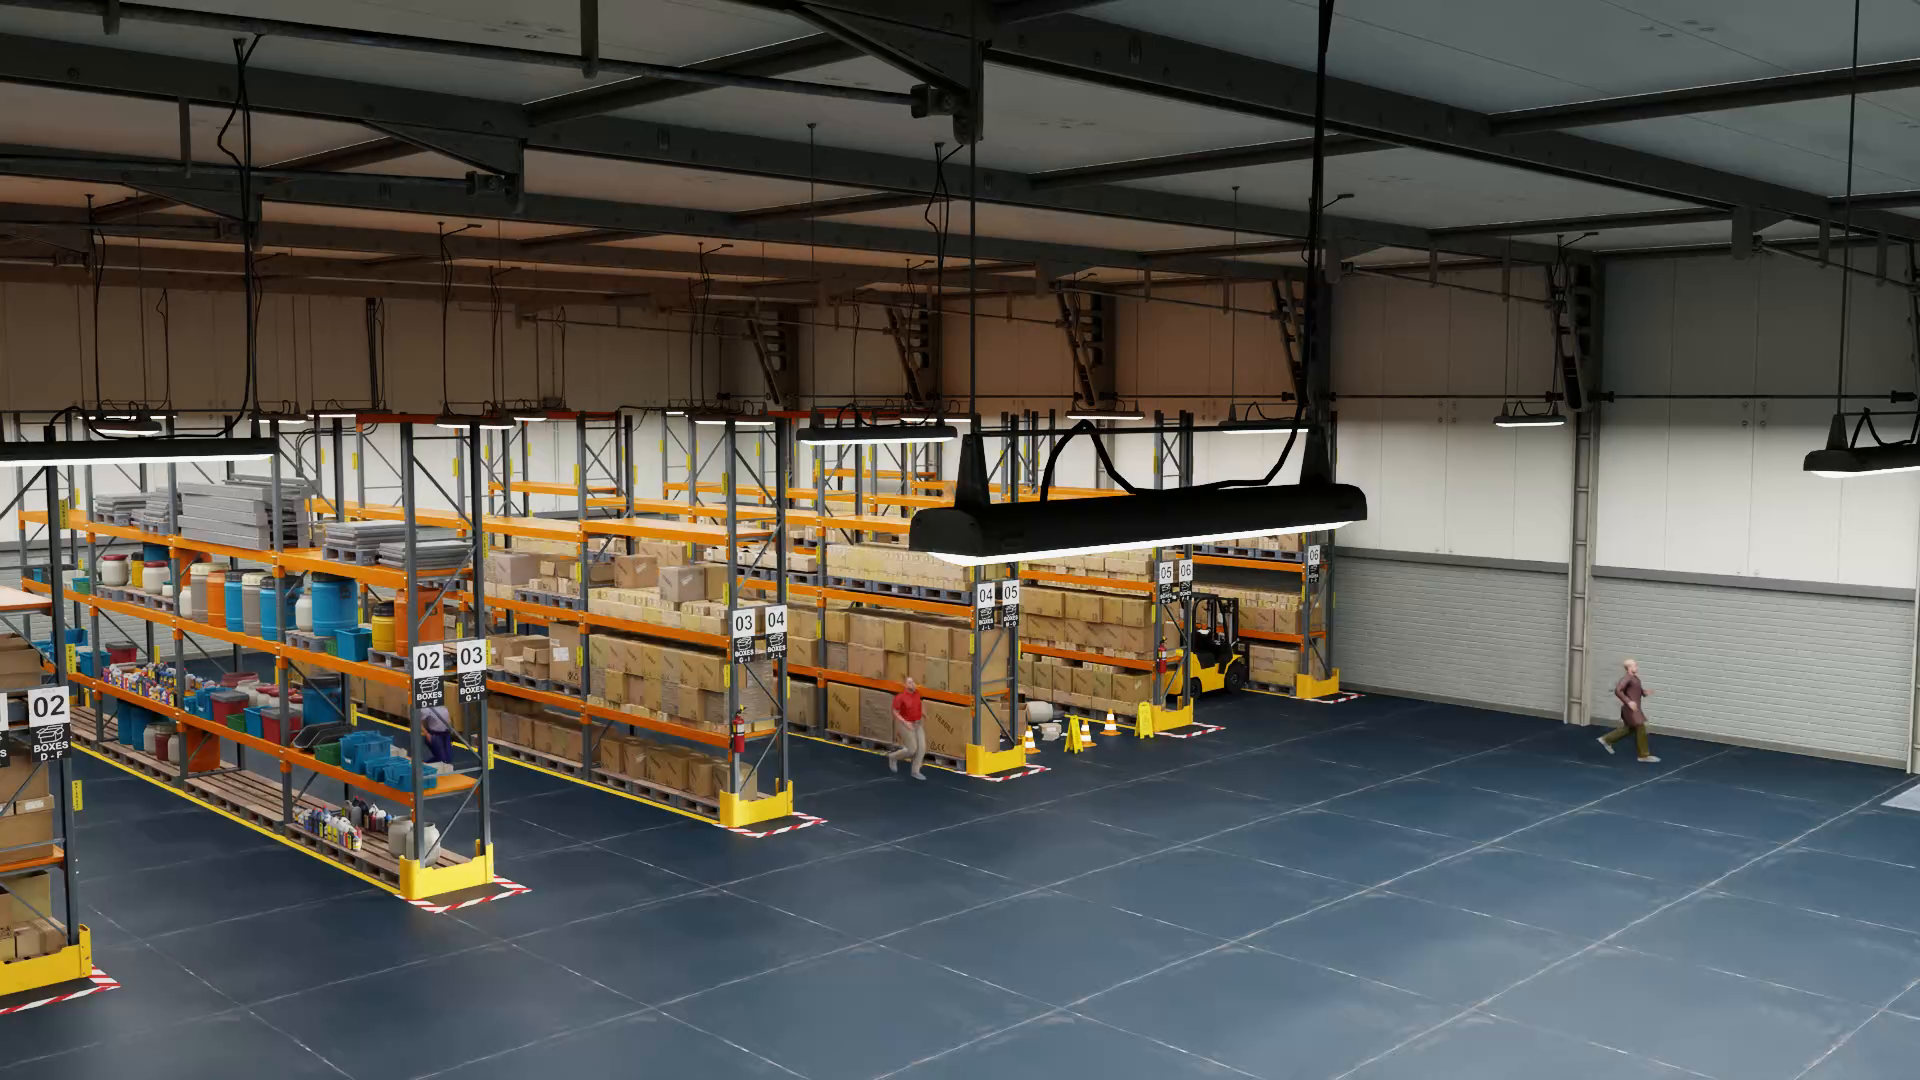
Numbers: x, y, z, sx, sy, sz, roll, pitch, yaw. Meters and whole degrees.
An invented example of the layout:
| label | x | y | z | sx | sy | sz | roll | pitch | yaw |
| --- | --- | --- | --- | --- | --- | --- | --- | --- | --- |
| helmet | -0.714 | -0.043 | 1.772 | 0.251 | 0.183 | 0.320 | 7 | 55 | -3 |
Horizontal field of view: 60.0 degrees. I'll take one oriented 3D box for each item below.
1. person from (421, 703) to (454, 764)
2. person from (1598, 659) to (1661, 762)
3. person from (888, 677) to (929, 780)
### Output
| label | x | y | z | sx | sy | sz | roll | pitch | yaw |
| --- | --- | --- | --- | --- | --- | --- | --- | --- | --- |
| person | -8.450 | 3.200 | 26.924 | 0.551 | 1.593 | 0.607 | 3 | 6 | 31 |
| person | 11.620 | 2.938 | 28.759 | 0.979 | 1.754 | 0.713 | 2 | 5 | 25 |
| person | -0.819 | 3.106 | 27.605 | 0.675 | 1.696 | 0.648 | 5 | 7 | 43 |
